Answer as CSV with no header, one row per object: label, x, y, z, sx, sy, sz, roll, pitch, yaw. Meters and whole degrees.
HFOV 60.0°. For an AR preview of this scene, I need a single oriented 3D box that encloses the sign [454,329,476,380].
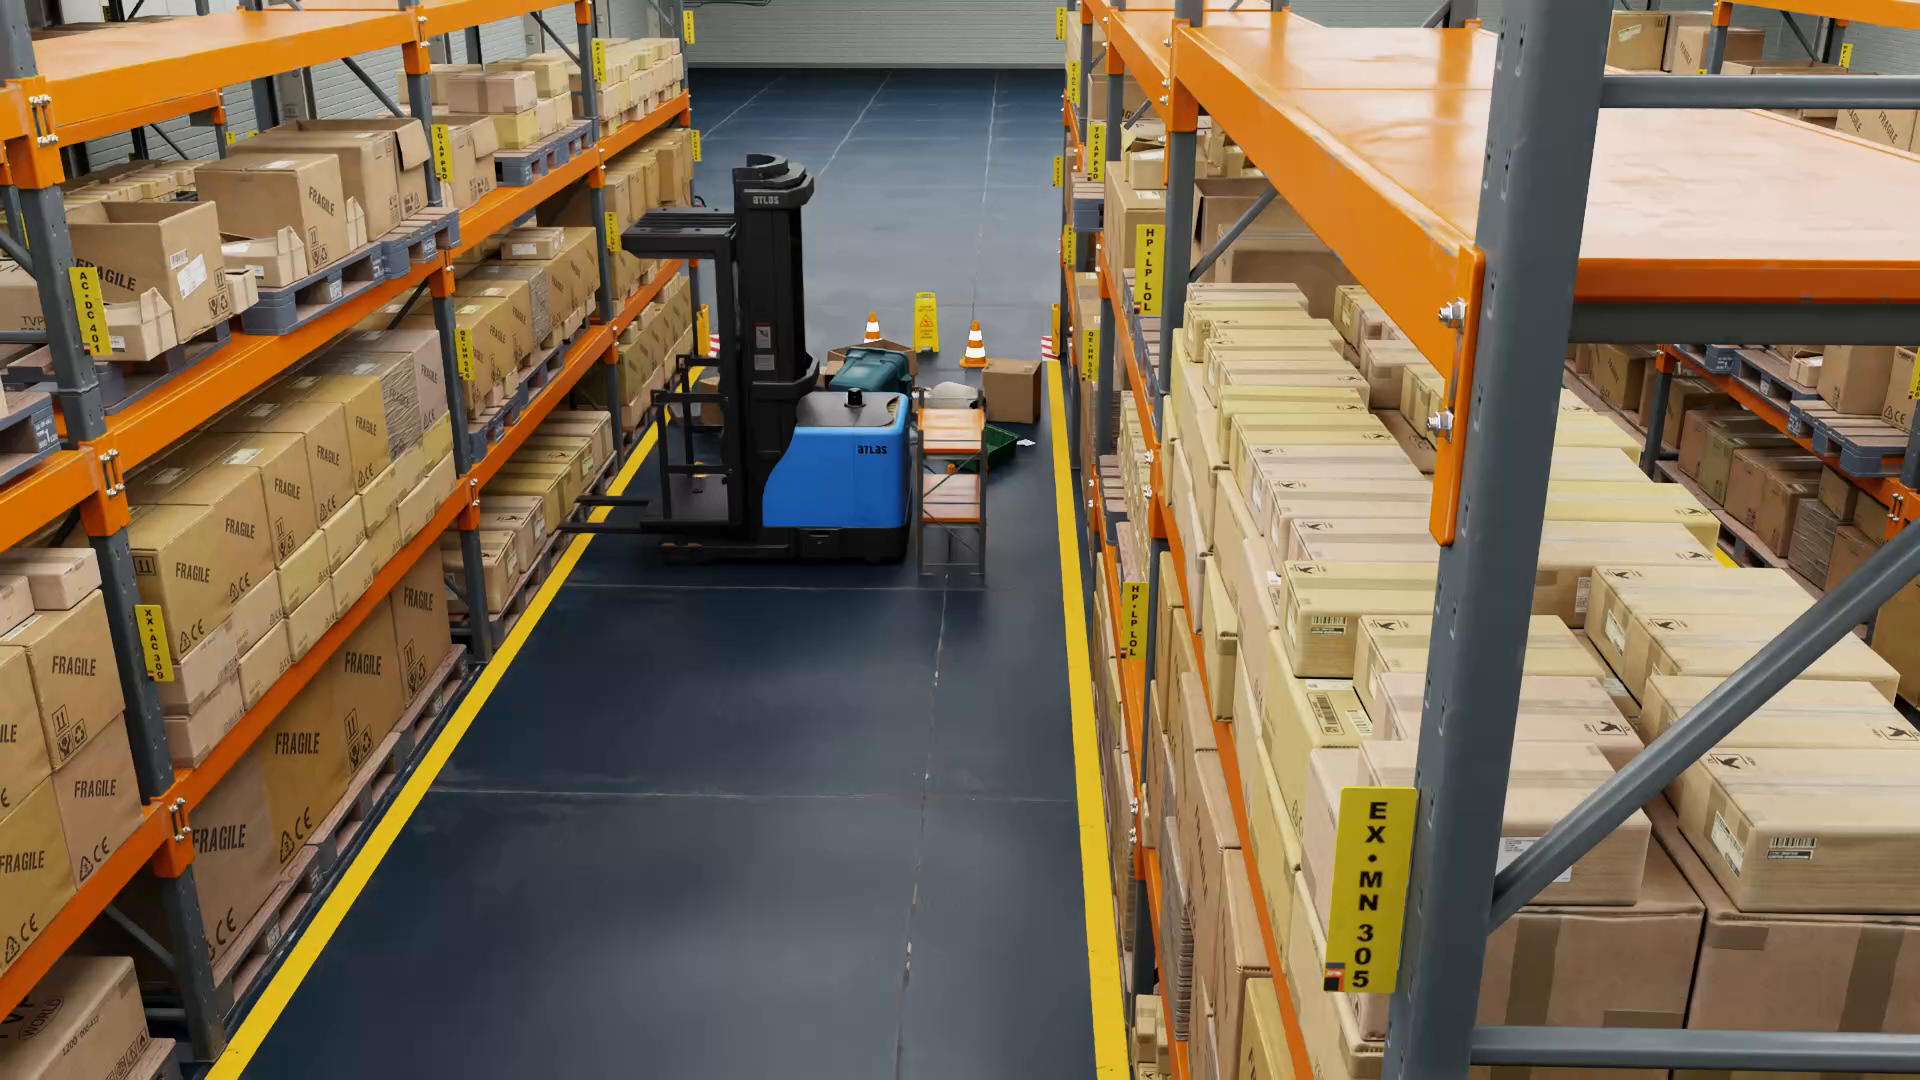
sign,-3.040,-1.140,10.219,0.100,0.325,0.005,1,21,2

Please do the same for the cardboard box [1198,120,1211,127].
cardboard box,1.613,-2.598,10.920,0.500,0.250,0.500,1,21,3

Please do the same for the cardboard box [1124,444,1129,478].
cardboard box,1.129,-0.437,9.364,0.380,0.149,0.250,0,21,0

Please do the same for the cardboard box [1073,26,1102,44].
cardboard box,1.209,-4.521,14.913,0.380,0.149,0.250,0,21,1

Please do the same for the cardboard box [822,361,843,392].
cardboard box,-0.895,-1.396,15.742,0.797,0.637,0.503,1,21,2

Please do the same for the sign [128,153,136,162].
sign,-8.868,-3.999,17.883,0.100,0.325,0.005,1,21,2

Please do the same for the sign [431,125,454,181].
sign,-3.041,-2.272,9.767,0.100,0.325,0.005,1,21,2

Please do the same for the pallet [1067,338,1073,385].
pallet,1.653,-1.889,17.607,1.003,0.211,1.213,1,21,2

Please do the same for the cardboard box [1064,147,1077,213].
cardboard box,1.472,-3.518,16.249,0.875,0.550,0.550,1,21,2

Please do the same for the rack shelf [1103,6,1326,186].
rack shelf,1.295,-2.139,7.648,1.077,0.370,4.000,1,21,2

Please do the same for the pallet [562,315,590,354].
pallet,-3.642,-1.687,13.495,1.003,0.211,1.213,1,21,2

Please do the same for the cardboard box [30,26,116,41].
cardboard box,-8.270,-4.496,15.463,0.797,0.503,0.637,1,21,3

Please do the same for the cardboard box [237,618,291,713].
cardboard box,-3.425,0.568,7.625,0.500,0.250,0.500,0,21,0

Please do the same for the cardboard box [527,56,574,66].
cardboard box,-3.710,-4.291,15.039,0.380,0.149,0.250,1,21,2

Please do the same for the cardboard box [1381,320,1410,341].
cardboard box,1.535,-0.587,5.215,0.380,0.149,0.250,1,21,2

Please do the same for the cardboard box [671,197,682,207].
cardboard box,-3.113,-3.302,16.844,0.500,0.500,0.500,1,21,2

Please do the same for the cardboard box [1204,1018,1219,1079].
cardboard box,0.895,1.585,4.247,0.500,0.500,0.500,1,21,2

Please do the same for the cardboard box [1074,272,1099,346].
cardboard box,1.192,-1.893,13.622,0.500,0.500,0.500,1,21,2

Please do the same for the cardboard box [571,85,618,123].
cardboard box,-3.187,-3.674,14.001,0.500,0.250,0.500,0,21,0

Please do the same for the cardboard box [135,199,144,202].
cardboard box,-8.156,-3.218,16.140,0.380,0.149,0.250,0,21,1

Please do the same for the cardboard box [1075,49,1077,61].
cardboard box,1.251,-4.106,14.396,0.500,0.250,0.500,1,21,1

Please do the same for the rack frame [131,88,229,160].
rack frame,-8.313,-3.551,18.033,1.000,3.000,0.127,1,21,2

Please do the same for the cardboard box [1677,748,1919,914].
cardboard box,1.350,0.444,2.557,0.380,0.149,0.250,0,21,1

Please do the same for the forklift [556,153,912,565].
forklift,-1.911,-1.369,12.504,3.031,2.935,1.130,1,21,1

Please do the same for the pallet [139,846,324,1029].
pallet,-3.769,1.862,7.939,1.003,0.211,1.213,1,21,2

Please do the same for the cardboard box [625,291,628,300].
cardboard box,-3.210,-2.233,14.984,0.380,0.149,0.250,1,21,1

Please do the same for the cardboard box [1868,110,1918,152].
cardboard box,6.079,-2.535,10.439,0.500,0.500,0.500,1,21,1

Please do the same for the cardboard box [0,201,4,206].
cardboard box,-8.739,-2.988,15.137,0.380,0.149,0.250,0,21,1

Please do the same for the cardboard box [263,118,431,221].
cardboard box,-3.456,-2.109,9.448,0.797,0.503,0.637,-1,21,-2

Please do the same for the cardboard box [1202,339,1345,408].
cardboard box,0.937,-0.503,4.996,0.380,0.149,0.250,0,21,0

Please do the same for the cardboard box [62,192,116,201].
cardboard box,-8.169,-3.171,15.608,0.380,0.149,0.250,1,21,1

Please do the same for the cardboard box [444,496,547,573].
cardboard box,-3.554,-0.047,12.054,0.950,0.372,0.625,0,21,1

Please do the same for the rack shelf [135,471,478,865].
rack shelf,-3.656,0.454,8.707,1.077,0.370,4.000,1,21,2

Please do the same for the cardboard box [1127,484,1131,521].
cardboard box,1.118,-0.214,9.200,0.380,0.149,0.250,2,21,4

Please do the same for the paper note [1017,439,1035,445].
paper note,0.593,-0.902,15.311,0.147,0.020,0.142,-16,26,-35

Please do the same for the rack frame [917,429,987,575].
rack frame,-0.062,-0.266,12.149,0.500,1.125,0.032,0,22,-1

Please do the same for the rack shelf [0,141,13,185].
rack shelf,-8.496,-2.444,12.029,1.077,0.370,4.000,1,21,2

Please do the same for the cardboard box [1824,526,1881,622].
cardboard box,6.311,0.222,11.157,0.700,0.500,0.500,0,21,-1

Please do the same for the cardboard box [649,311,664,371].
cardboard box,-3.164,-1.906,15.978,0.500,0.500,0.500,2,21,4

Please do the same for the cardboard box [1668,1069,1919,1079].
cardboard box,1.381,0.818,2.836,0.500,0.250,0.500,1,21,4

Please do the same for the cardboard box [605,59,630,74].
cardboard box,-3.150,-4.189,14.777,0.380,0.149,0.250,0,21,0

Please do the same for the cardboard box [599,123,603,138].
cardboard box,-3.216,-3.444,13.958,0.380,0.149,0.250,0,21,1

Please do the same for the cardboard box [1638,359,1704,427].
cardboard box,6.494,-1.324,15.169,0.500,0.500,0.500,8,22,19

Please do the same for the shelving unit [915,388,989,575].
shelving unit,-0.070,-0.456,12.621,0.538,1.125,1.048,0,22,-1

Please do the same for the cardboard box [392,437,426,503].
cardboard box,-3.368,-0.405,9.441,0.500,0.250,0.500,0,21,0

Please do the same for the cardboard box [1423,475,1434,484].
cardboard box,1.441,0.034,4.164,0.500,0.250,0.500,0,21,0

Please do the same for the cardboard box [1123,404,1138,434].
cardboard box,1.142,-0.681,9.581,0.380,0.149,0.250,0,21,0

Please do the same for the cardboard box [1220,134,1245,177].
cardboard box,1.602,-2.054,8.833,0.396,0.266,0.258,1,21,2

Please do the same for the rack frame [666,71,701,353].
rack frame,-3.352,-3.497,17.896,1.000,3.000,0.127,1,21,2

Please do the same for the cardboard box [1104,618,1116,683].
cardboard box,1.049,0.642,9.066,0.500,0.250,0.500,1,21,2

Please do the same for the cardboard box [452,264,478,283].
cardboard box,-3.823,-1.720,12.186,0.500,0.500,0.500,0,21,-1

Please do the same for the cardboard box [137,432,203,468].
cardboard box,-3.911,-0.206,7.892,0.500,0.500,0.500,1,21,3

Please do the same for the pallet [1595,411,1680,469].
pallet,6.417,-0.885,15.019,1.003,0.211,1.213,1,21,2

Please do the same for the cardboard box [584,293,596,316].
cardboard box,-3.213,-1.941,13.651,0.380,0.149,0.250,1,21,2
